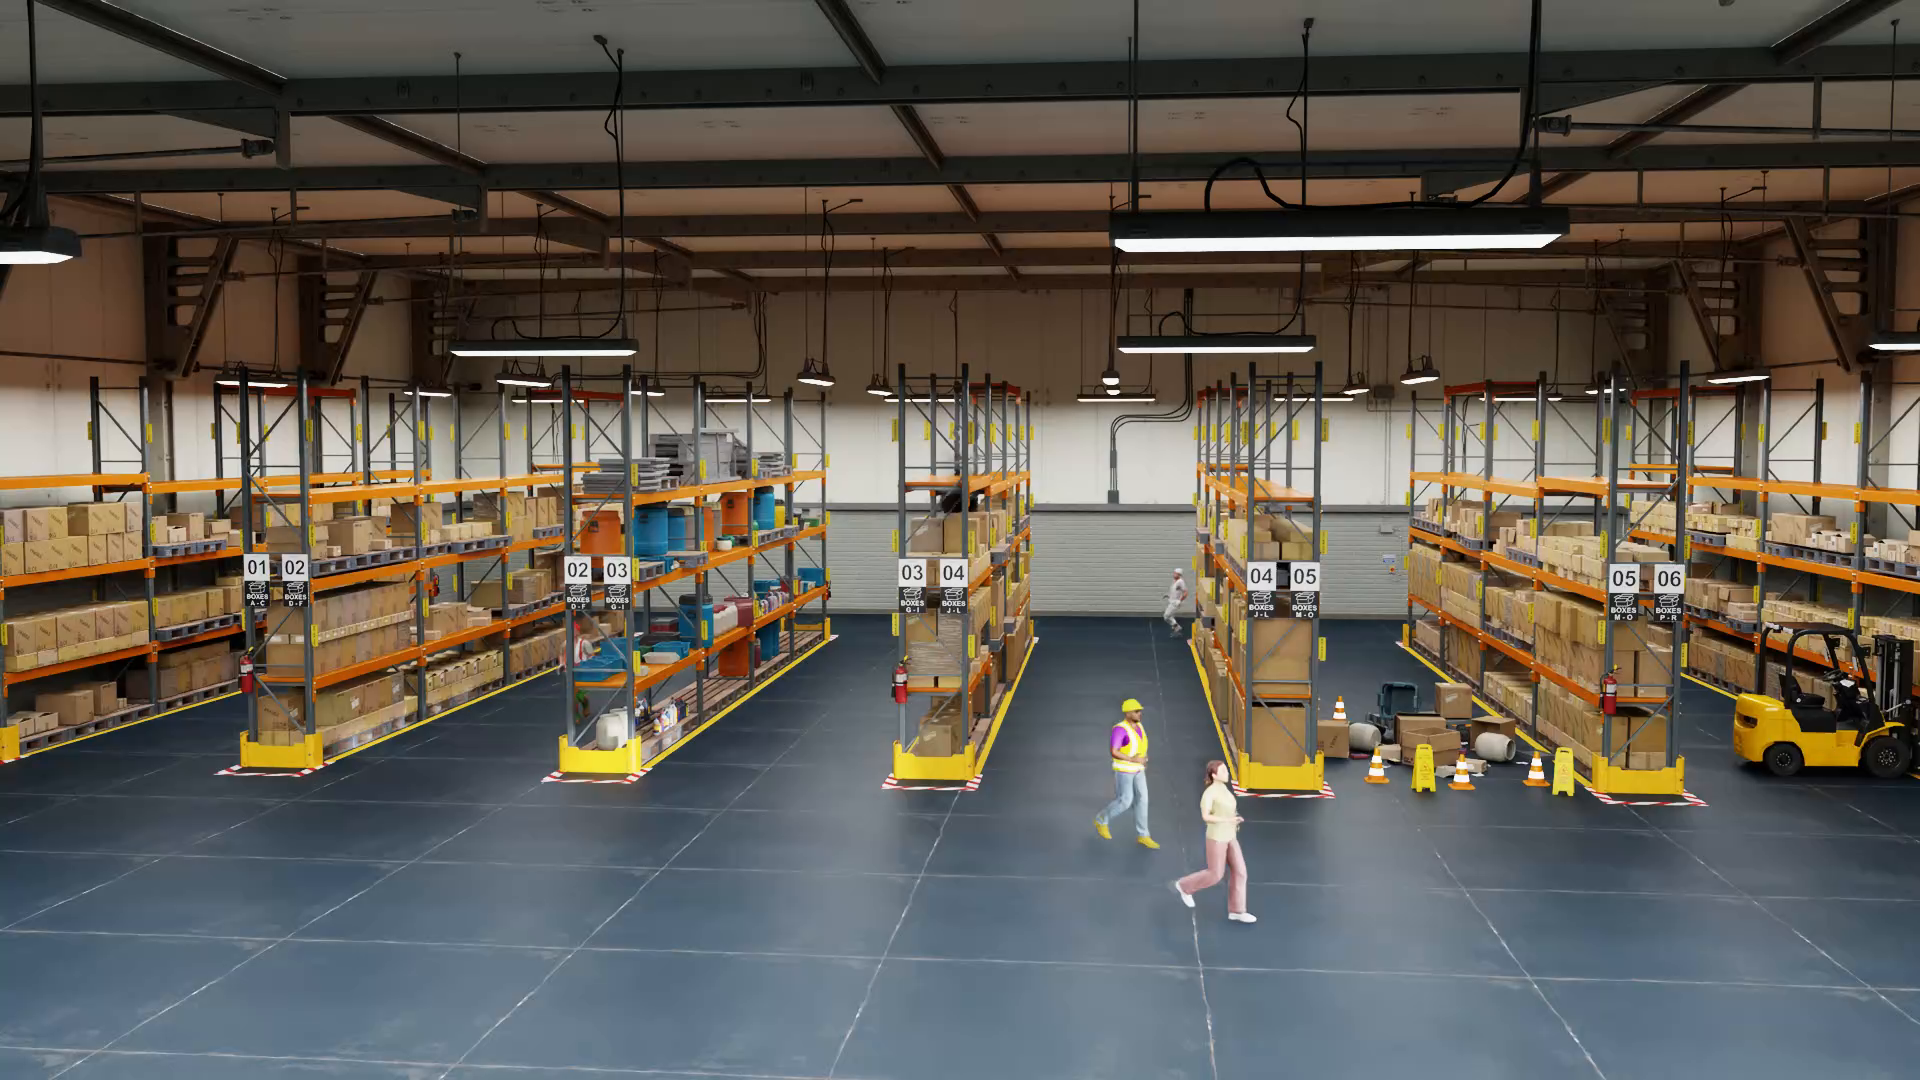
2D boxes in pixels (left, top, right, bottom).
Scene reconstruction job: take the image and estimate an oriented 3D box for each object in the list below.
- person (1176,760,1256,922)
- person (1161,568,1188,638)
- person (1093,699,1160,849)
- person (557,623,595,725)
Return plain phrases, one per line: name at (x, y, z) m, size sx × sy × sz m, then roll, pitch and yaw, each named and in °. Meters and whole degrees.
person at (2.655, 3.075, 17.129) m, size 0.877 × 1.641 × 0.589 m, roll 3°, pitch 5°, yaw 36°
person at (5.192, 1.540, 40.439) m, size 0.515 × 1.733 × 0.735 m, roll -1°, pitch 4°, yaw -11°
person at (2.046, 2.818, 20.233) m, size 0.865 × 1.782 × 0.724 m, roll 3°, pitch 5°, yaw 39°
person at (-6.610, 2.268, 28.588) m, size 0.643 × 1.687 × 0.564 m, roll 0°, pitch 4°, yaw 6°
